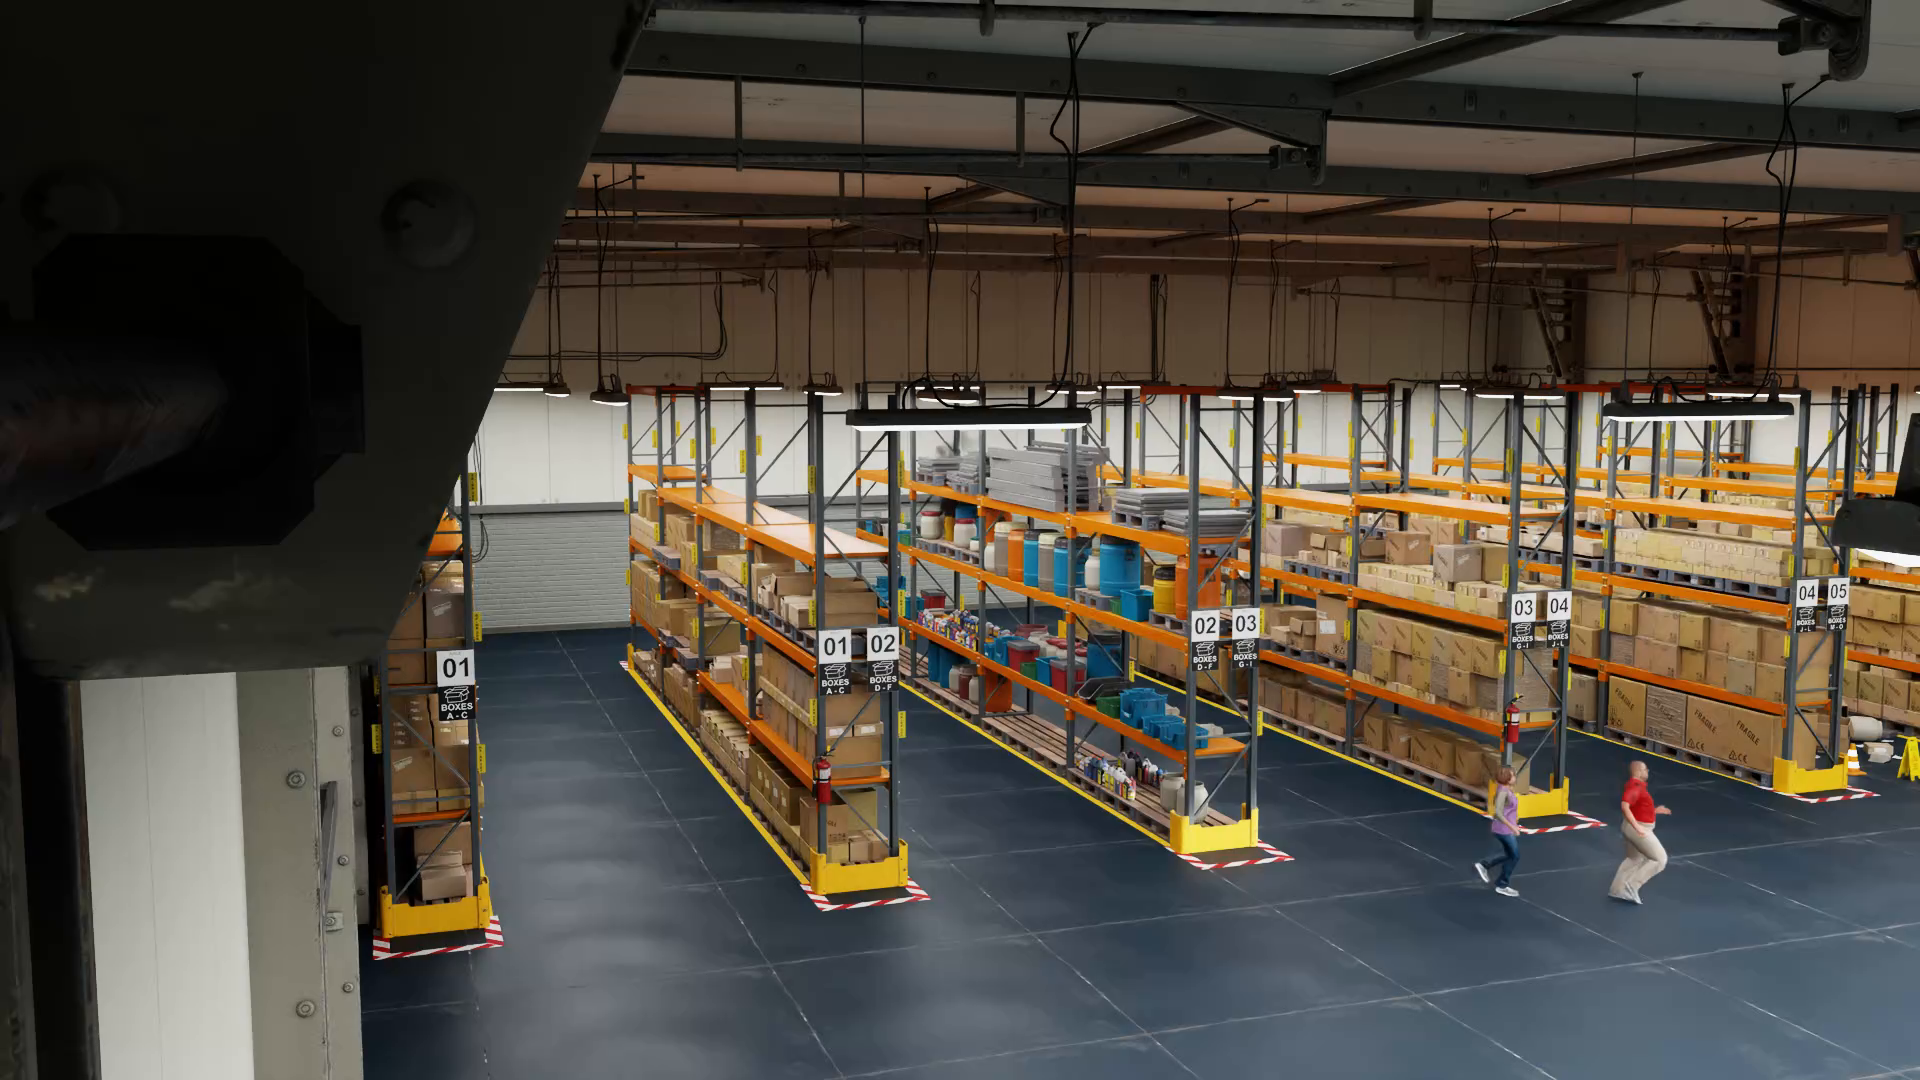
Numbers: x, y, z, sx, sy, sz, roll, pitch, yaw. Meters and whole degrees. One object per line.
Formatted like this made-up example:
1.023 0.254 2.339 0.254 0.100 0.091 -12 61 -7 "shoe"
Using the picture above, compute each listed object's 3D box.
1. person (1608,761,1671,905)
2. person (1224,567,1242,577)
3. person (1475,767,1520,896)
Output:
8.056 3.454 19.657 0.666 1.706 0.642 1 6 8 "person"
6.716 1.237 41.066 0.779 1.820 0.665 -3 6 -24 "person"
6.488 3.499 20.033 0.515 1.570 0.536 2 6 16 "person"
